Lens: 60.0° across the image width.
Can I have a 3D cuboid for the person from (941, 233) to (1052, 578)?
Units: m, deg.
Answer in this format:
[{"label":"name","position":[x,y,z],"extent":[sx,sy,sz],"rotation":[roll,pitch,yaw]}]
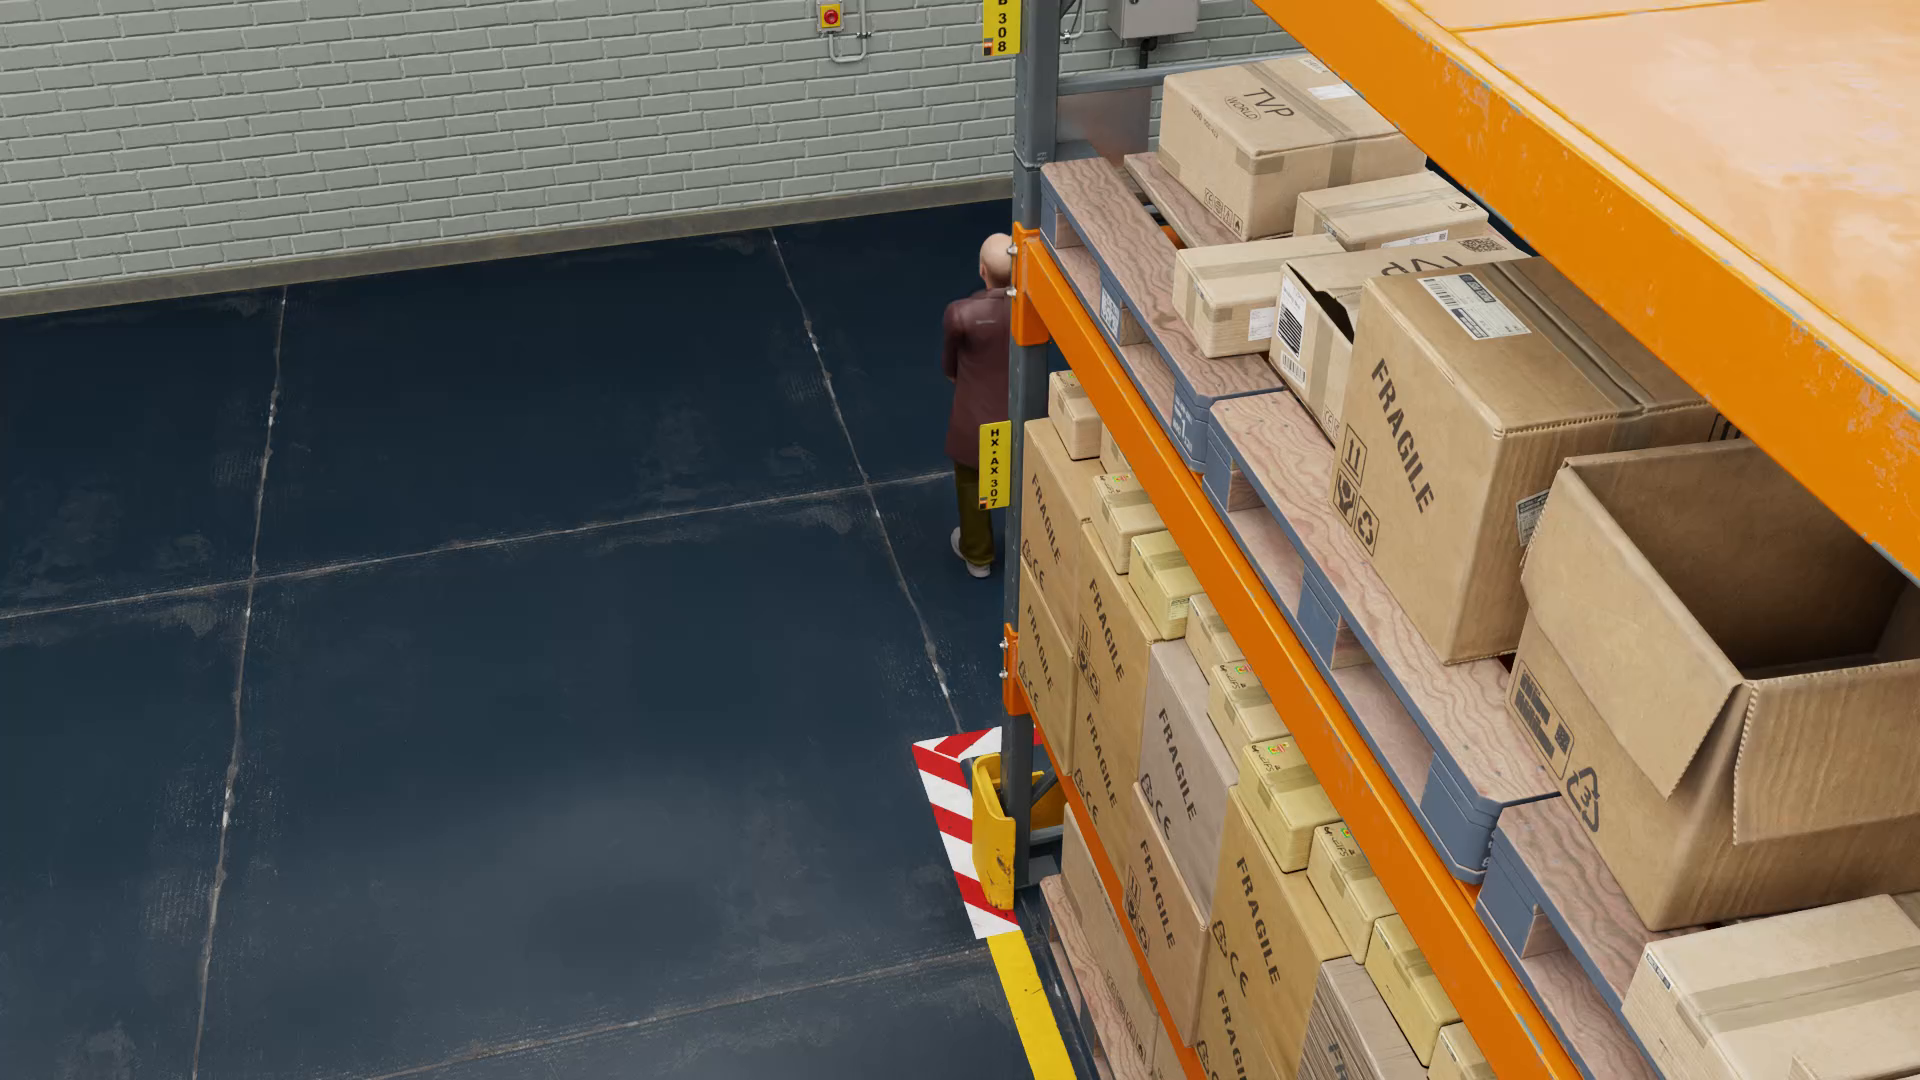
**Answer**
[{"label":"person","position":[0.144,-0.562,7.626],"extent":[0.524,1.572,0.545],"rotation":[-10,39,-12]}]
